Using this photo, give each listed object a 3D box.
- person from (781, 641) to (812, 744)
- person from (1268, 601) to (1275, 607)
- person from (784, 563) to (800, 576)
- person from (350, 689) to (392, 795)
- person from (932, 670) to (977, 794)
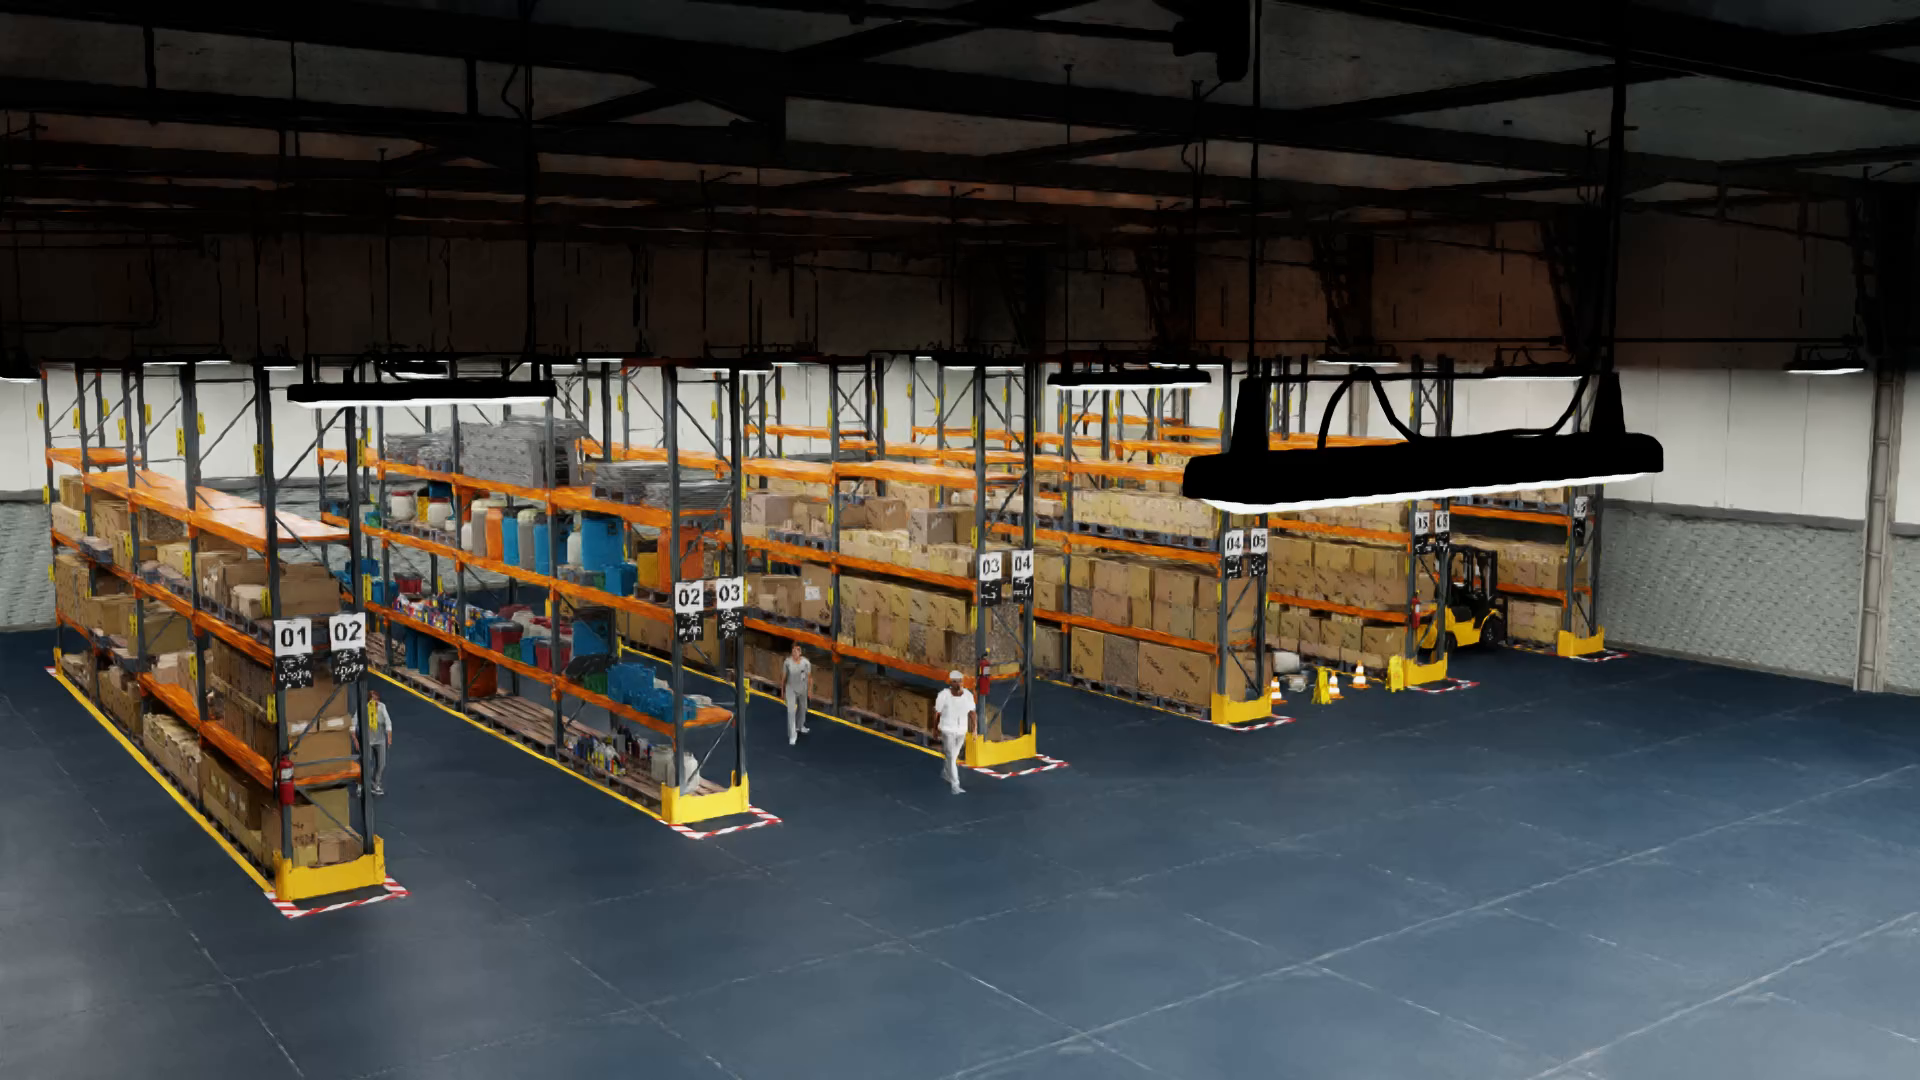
[{"bbox_3d":[-2.580,2.375,26.335,0.495,1.609,0.953,-2,7,-16],"label":"person"},{"bbox_3d":[6.820,1.060,36.418,0.489,1.787,0.608,-1,7,-7],"label":"person"},{"bbox_3d":[-4.324,0.426,42.675,0.443,1.587,0.639,4,8,28],"label":"person"},{"bbox_3d":[-8.185,2.823,23.102,0.566,1.508,0.516,-6,9,-39],"label":"person"},{"bbox_3d":[-0.052,2.667,23.439,0.569,1.706,1.042,-4,8,-28],"label":"person"}]
